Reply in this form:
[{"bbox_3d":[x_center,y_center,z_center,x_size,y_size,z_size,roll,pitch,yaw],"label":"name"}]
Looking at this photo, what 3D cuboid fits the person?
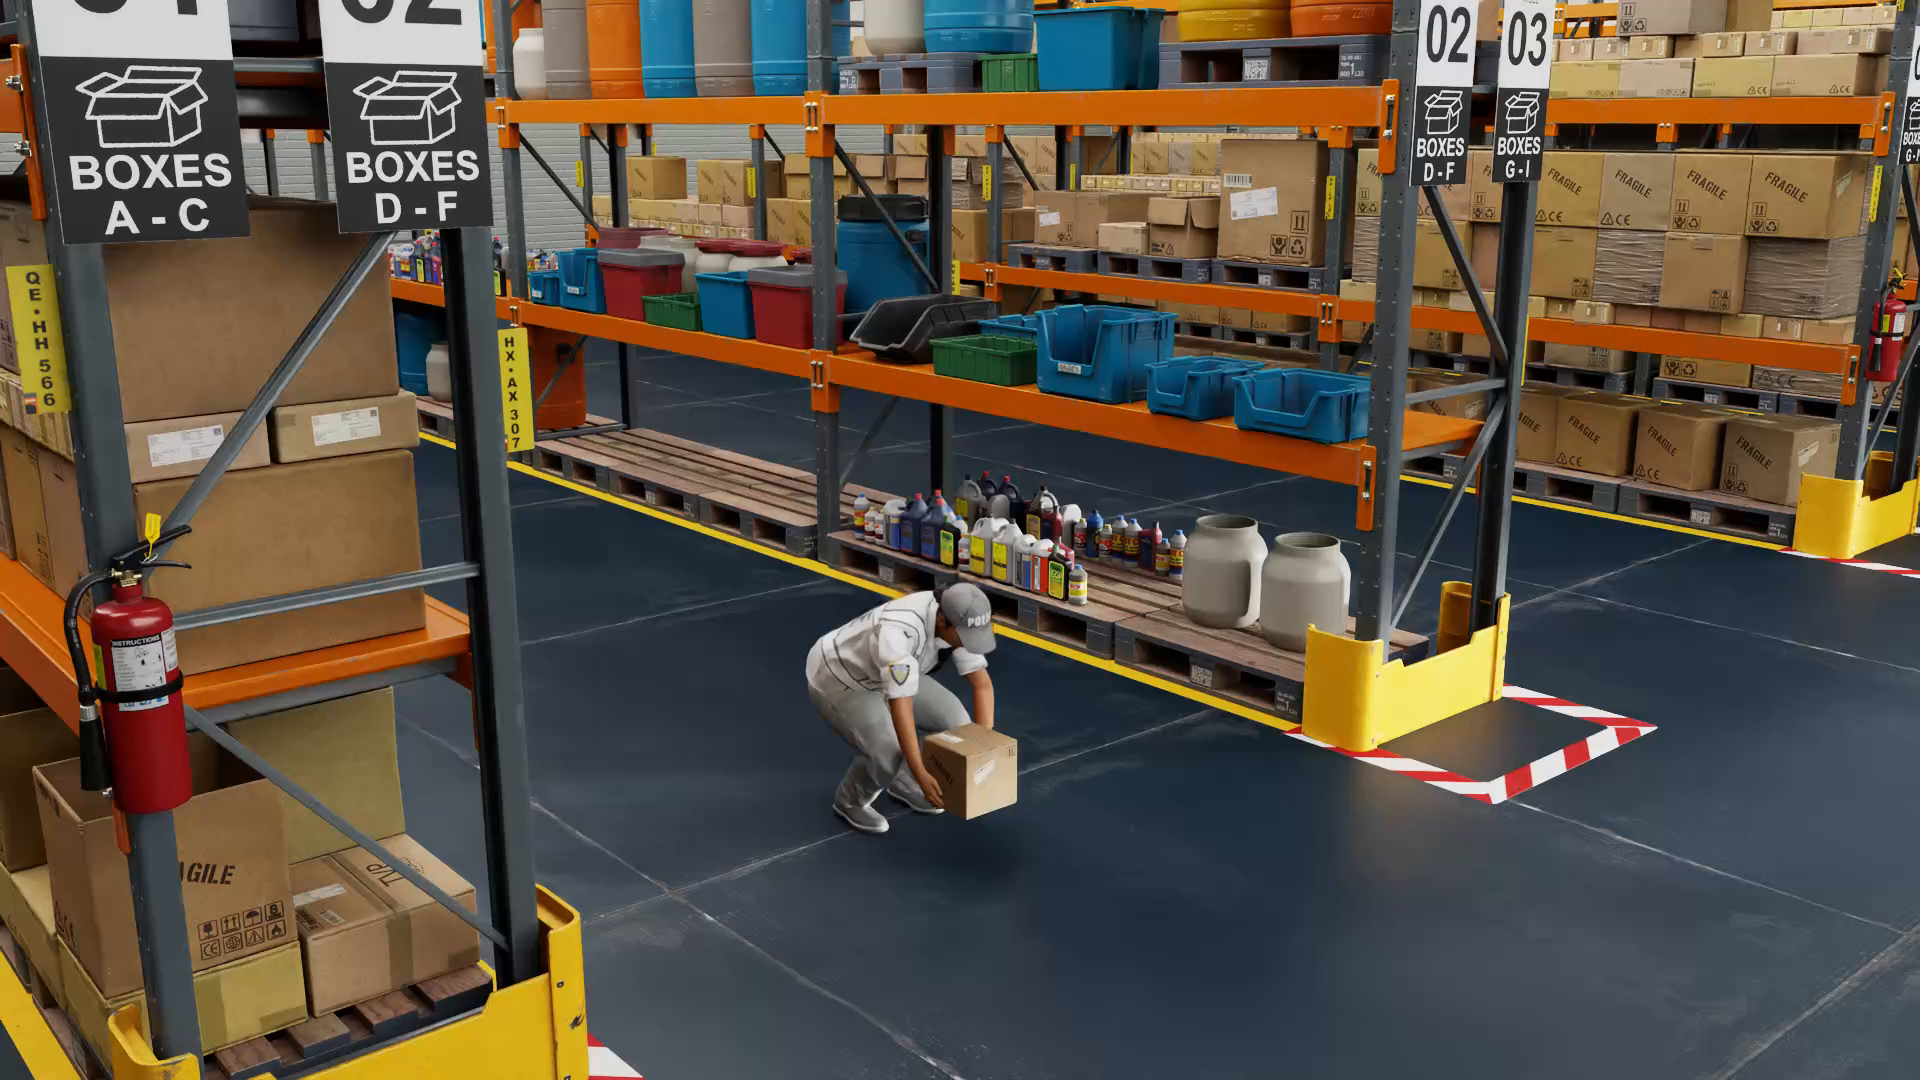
[{"bbox_3d":[-0.208,0.606,6.433,0.527,1.021,0.836,-12,19,-40],"label":"person"}]
